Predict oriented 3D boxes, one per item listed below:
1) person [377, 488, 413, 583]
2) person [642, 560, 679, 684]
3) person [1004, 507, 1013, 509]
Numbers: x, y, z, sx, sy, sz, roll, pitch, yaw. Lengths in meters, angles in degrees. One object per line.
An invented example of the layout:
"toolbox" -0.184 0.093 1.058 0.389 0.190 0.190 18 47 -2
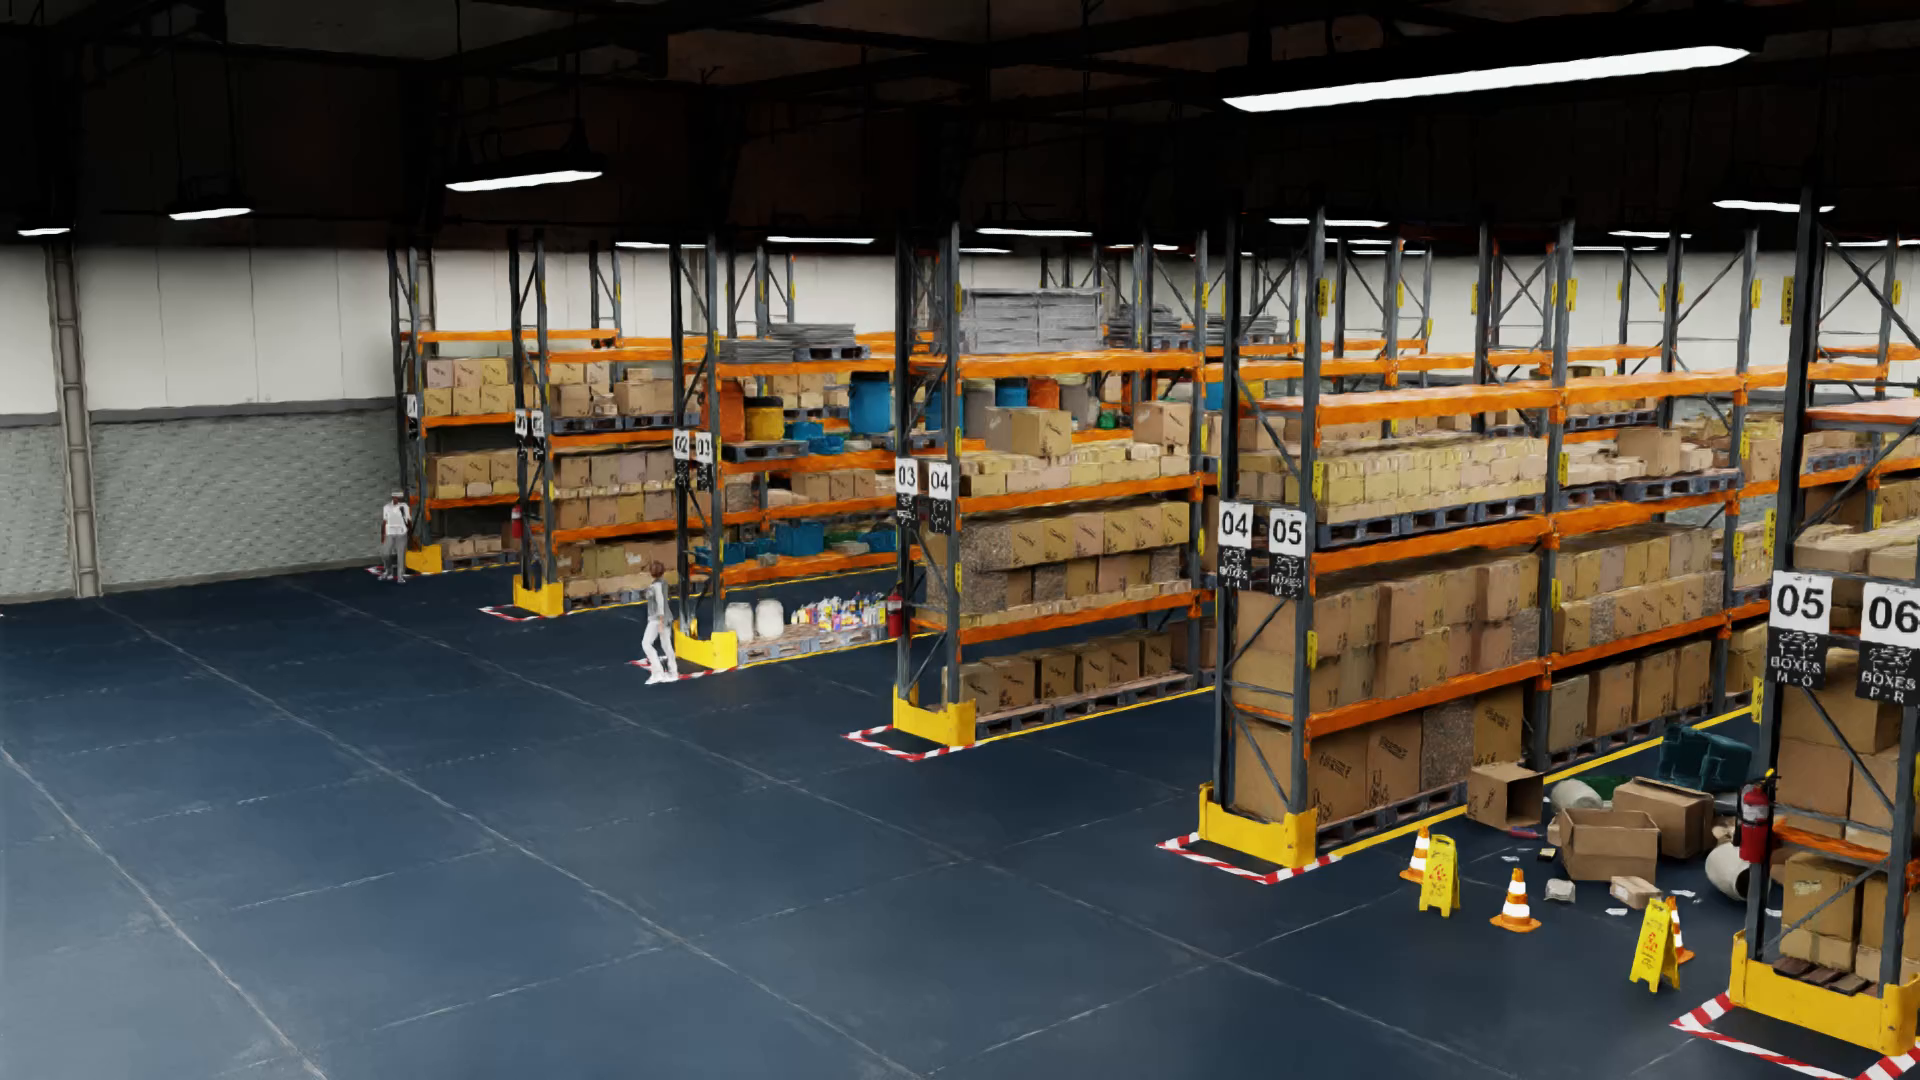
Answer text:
"person" -9.816 -0.081 28.814 0.628 1.655 0.459 -2 9 -13
"person" -3.881 1.061 21.620 0.460 1.582 0.532 2 9 15
"person" 0.764 0.142 25.171 0.591 1.759 0.791 3 9 20
